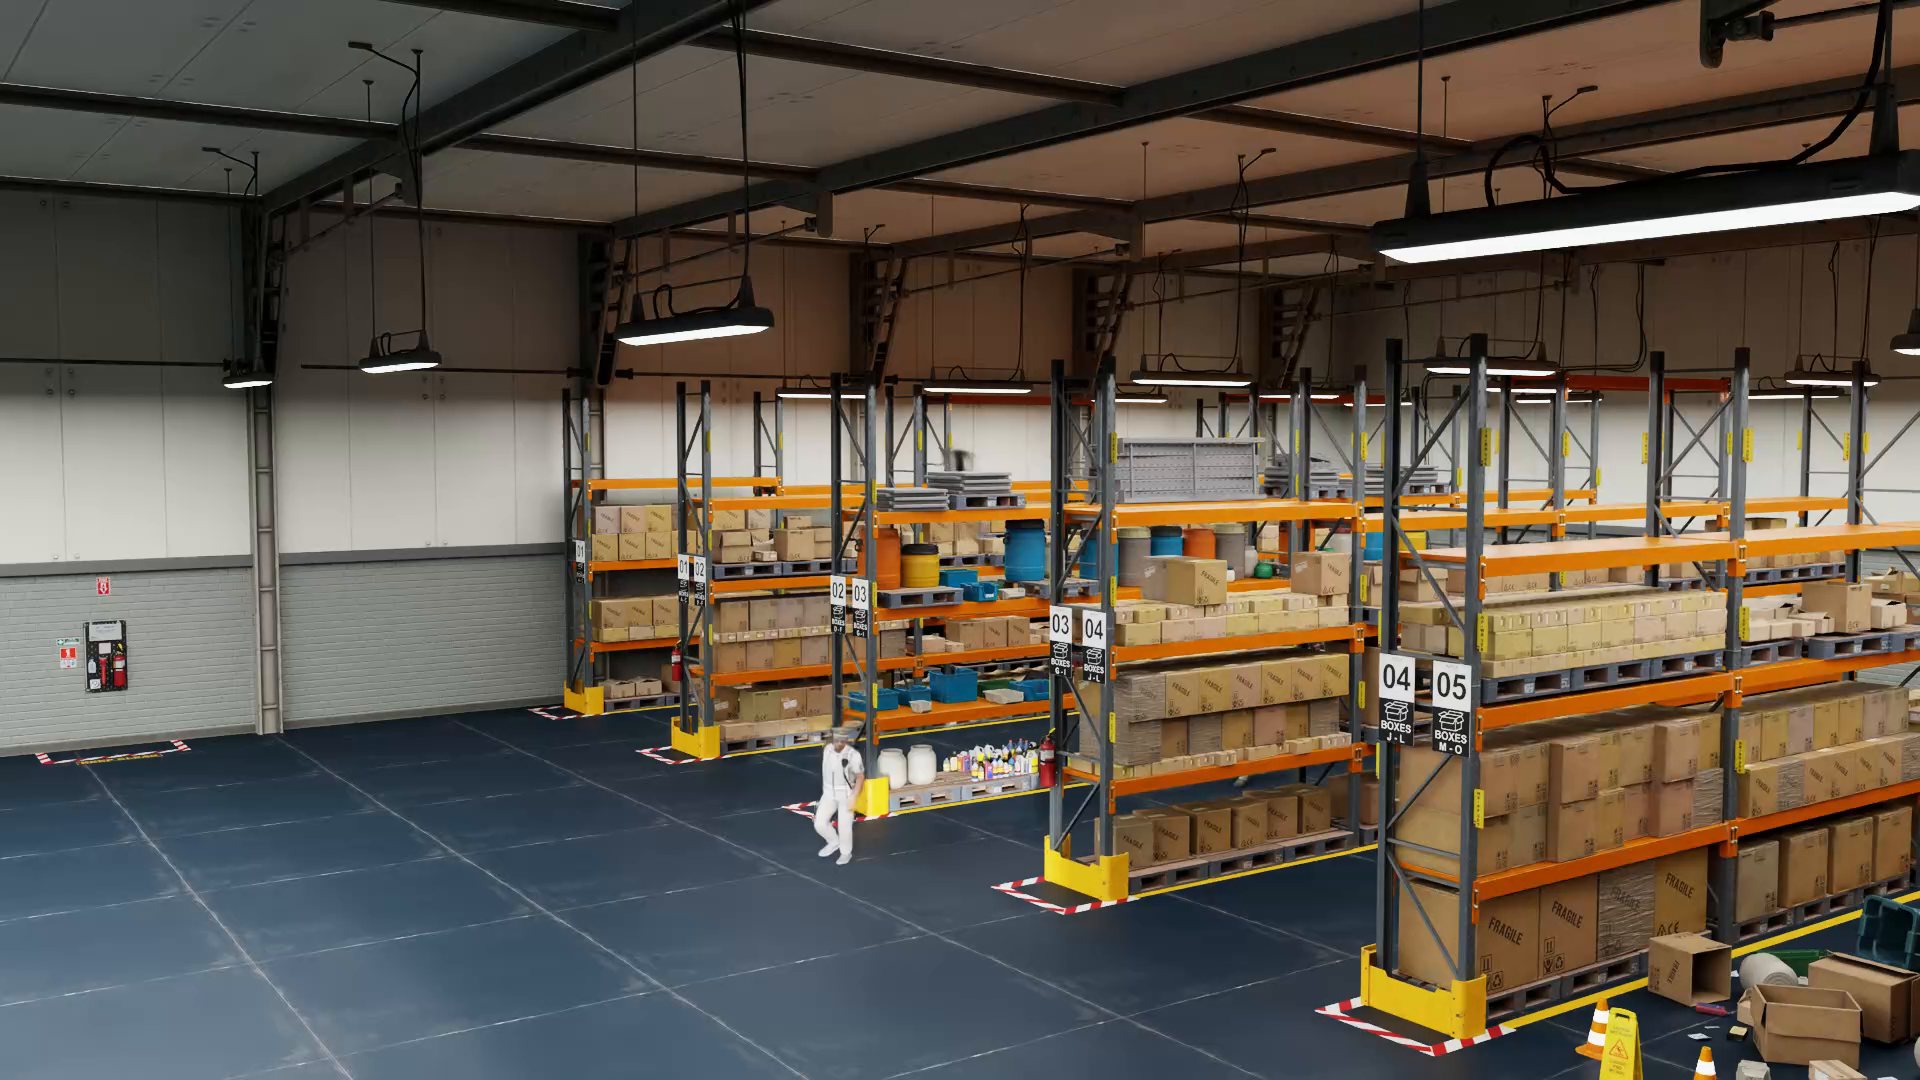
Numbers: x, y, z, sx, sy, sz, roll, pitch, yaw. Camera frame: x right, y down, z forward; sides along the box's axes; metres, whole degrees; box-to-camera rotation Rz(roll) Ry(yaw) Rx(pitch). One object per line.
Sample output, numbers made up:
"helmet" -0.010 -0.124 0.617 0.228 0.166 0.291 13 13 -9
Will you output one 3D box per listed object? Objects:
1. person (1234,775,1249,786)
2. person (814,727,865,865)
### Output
"person" 4.171 2.747 24.349 0.625 1.709 0.717 3 5 38
"person" -1.416 3.046 19.791 0.655 1.705 0.694 1 4 16
